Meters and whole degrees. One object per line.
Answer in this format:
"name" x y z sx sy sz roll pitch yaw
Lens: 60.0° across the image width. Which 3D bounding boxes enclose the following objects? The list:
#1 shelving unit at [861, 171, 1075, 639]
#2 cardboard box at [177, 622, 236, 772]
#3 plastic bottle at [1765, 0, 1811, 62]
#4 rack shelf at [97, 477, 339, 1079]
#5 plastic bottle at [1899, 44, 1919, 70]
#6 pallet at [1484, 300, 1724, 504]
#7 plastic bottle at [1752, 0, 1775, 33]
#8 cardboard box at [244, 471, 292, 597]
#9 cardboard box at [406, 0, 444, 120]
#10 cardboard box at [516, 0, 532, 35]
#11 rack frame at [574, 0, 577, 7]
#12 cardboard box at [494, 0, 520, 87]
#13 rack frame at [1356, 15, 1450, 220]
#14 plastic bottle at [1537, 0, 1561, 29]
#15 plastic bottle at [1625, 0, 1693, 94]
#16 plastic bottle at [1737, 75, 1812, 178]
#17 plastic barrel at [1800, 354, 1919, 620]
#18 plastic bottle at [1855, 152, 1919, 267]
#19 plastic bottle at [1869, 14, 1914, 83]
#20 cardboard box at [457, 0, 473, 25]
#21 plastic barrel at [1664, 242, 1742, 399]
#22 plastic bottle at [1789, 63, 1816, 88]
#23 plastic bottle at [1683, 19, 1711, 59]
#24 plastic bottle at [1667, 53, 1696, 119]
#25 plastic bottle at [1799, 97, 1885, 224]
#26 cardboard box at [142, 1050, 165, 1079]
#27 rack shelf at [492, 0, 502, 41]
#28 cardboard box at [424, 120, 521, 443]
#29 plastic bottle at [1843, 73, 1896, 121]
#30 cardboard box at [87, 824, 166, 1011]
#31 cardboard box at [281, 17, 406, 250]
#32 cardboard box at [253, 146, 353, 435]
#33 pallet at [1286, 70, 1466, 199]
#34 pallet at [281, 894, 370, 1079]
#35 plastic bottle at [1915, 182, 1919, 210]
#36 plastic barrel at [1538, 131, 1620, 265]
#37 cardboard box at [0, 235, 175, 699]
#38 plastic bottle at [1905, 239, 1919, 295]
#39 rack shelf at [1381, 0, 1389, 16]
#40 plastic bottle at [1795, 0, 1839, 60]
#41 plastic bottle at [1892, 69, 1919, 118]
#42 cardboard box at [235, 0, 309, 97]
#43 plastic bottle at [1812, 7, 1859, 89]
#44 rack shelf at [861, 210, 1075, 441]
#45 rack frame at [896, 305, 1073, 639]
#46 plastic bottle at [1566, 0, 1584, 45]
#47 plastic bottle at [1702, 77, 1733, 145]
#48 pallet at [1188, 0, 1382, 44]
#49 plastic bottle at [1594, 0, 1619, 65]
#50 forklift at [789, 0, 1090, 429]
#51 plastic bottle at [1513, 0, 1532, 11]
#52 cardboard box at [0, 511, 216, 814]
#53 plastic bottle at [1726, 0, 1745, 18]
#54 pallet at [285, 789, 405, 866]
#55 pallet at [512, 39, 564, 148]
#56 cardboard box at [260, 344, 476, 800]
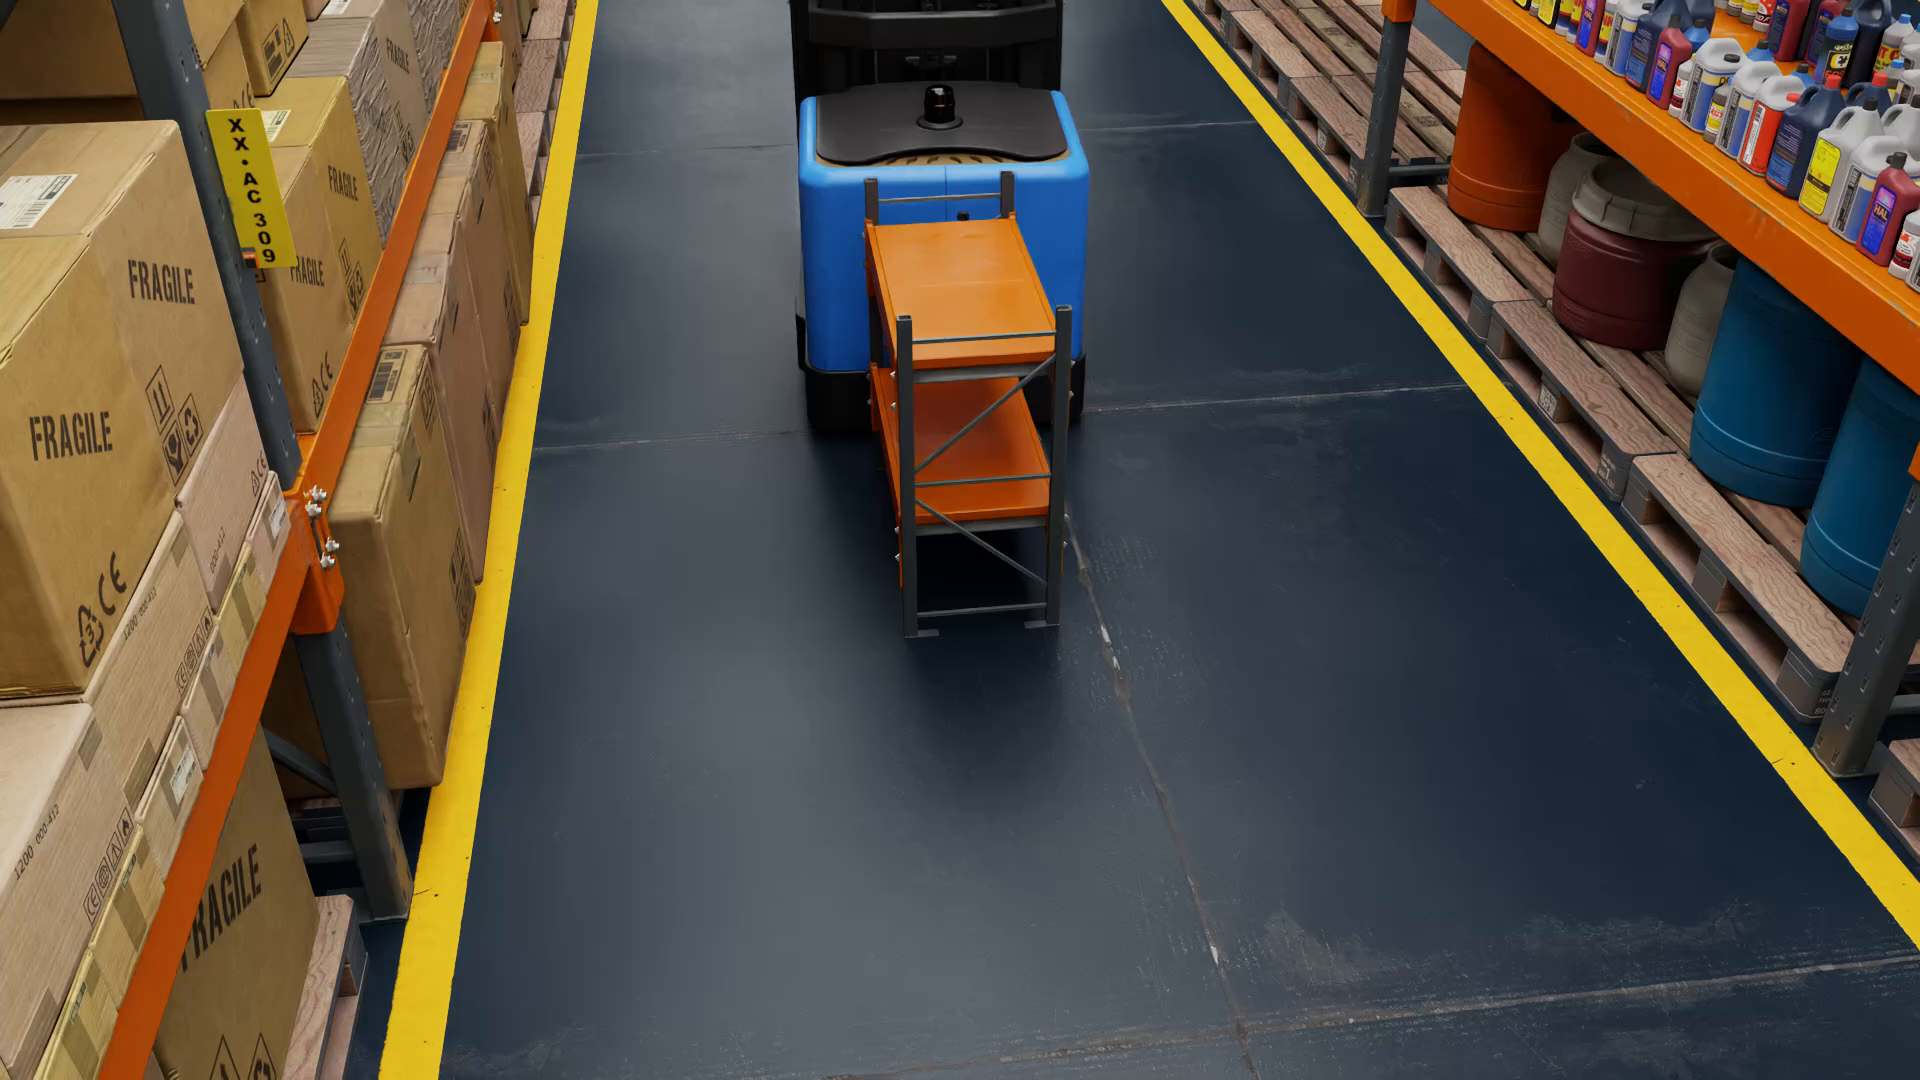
"shelving unit" 0.001 -0.461 5.428 0.538 1.125 1.048 -4 35 -6
"cardboard box" -1.497 0.286 2.889 0.380 0.149 0.250 -5 35 -7
"plastic bottle" 2.951 -1.863 5.924 0.061 0.283 0.133 -4 35 -6
"rack shelf" -1.662 1.164 2.018 1.077 0.370 4.000 -4 35 -6
"plastic bottle" 3.136 -1.507 5.408 0.152 0.276 0.135 -4 35 -6
"pallet" 2.747 -0.588 6.426 1.003 0.211 1.213 -4 35 -6
"plastic bottle" 3.036 -2.007 6.207 0.097 0.201 0.097 0 34 0
"cardboard box" -1.566 0.000 3.310 0.380 0.149 0.250 -4 34 -6
"cardboard box" -2.023 -1.698 5.490 0.500 0.500 0.500 -5 35 -8
"cardboard box" -2.901 -3.251 9.686 0.700 0.500 0.500 -5 35 -7
"rack frame" -3.007 -4.714 10.004 1.000 3.000 0.127 -4 35 -6
"cardboard box" -2.750 -2.627 8.771 0.700 0.500 0.500 -2 34 -2
"rack frame" 2.439 -2.857 7.279 1.000 3.000 0.127 -4 35 -6
"plastic bottle" 2.243 -2.078 6.239 0.061 0.283 0.133 -4 35 -6
"plastic bottle" 2.381 -1.707 5.635 0.144 0.351 0.185 -4 35 -6
"plastic bottle" 2.486 -1.254 5.037 0.152 0.276 0.135 -4 35 -6
"plastic barrel" 2.920 -0.236 4.923 0.600 0.901 0.708 -4 35 -6
"plastic bottle" 2.527 -0.898 4.507 0.061 0.283 0.133 -4 35 -6
"plastic bottle" 3.135 -1.626 5.587 0.097 0.271 0.097 0 34 0
"cardboard box" -2.157 -2.266 6.323 0.500 0.500 0.500 -3 34 -5
"plastic barrel" 2.838 -0.792 6.085 0.421 0.512 0.421 0 34 0
"plastic bottle" 2.589 -1.347 5.178 0.097 0.271 0.097 0 34 0
"plastic bottle" 2.437 -1.599 5.546 0.097 0.271 0.097 0 34 0
"plastic bottle" 2.394 -1.491 5.450 0.097 0.201 0.097 0 34 0
"plastic bottle" 2.529 -1.093 4.733 0.144 0.351 0.185 -4 35 -6
"cardboard box" -1.801 1.331 2.647 0.875 0.875 0.875 -4 35 -6
"rack shelf" -2.738 -3.301 8.568 1.077 0.370 4.000 -4 35 -6
"cardboard box" -2.285 -0.893 5.910 1.225 0.875 0.875 -4 35 -6
"plastic bottle" 2.647 -1.207 4.901 0.144 0.351 0.185 -4 35 -6
"cardboard box" -1.427 0.574 2.468 0.380 0.149 0.250 -4 34 -5
"cardboard box" -1.881 -1.126 4.650 0.500 0.500 0.500 -5 35 -7
"cardboard box" -1.746 -0.567 3.829 0.500 0.500 0.500 -4 35 -6
"pallet" 2.373 -2.140 8.703 1.003 0.211 1.213 -4 35 -6
"pallet" -1.907 1.333 3.607 1.003 0.211 1.213 -4 35 -6
"plastic bottle" 2.603 -0.880 4.554 0.097 0.201 0.097 0 34 0
"plastic barrel" 2.686 -1.422 7.010 0.421 0.512 0.421 0 34 0
"cardboard box" -1.541 -0.104 2.443 0.500 0.500 0.500 -4 34 -6
"plastic bottle" 2.603 -0.769 4.325 0.152 0.276 0.135 -4 35 -6
"rack shelf" 2.170 -3.676 9.119 1.077 0.370 4.000 -4 35 -6
"plastic bottle" 3.050 -1.913 5.938 0.144 0.351 0.185 -4 35 -6
"plastic bottle" 3.017 -1.366 5.201 0.152 0.276 0.135 -4 35 -6
"cardboard box" -2.106 -1.445 4.227 0.797 0.503 0.637 -4 34 -6
"plastic bottle" 2.979 -1.669 5.650 0.097 0.271 0.097 0 34 0
"rack shelf" 0.001 -0.703 5.263 0.538 0.278 1.000 -4 35 -6
"rack frame" 0.069 -0.177 5.011 0.500 1.125 0.032 -4 35 -6
"plastic bottle" 2.289 -1.955 6.070 0.097 0.271 0.097 0 34 0
"plastic bottle" 2.425 -1.361 5.260 0.097 0.201 0.097 0 34 0
"pallet" 2.045 -3.501 10.700 1.003 0.211 1.213 -4 35 -6
"plastic bottle" 2.320 -1.826 5.881 0.097 0.271 0.097 0 34 0
"forklift" -0.151 -2.432 6.716 1.130 2.935 3.031 -2 34 -3
"plastic bottle" 2.212 -2.206 6.428 0.061 0.283 0.133 -4 35 -6
"cardboard box" -1.540 0.205 2.655 0.500 0.250 0.500 -3 34 -5
"plastic bottle" 3.010 -2.115 6.367 0.097 0.201 0.097 0 34 0
"pallet" -2.110 0.478 4.861 1.003 0.211 1.213 -4 35 -6
"pallet" -2.734 -2.445 9.150 1.003 0.211 1.213 -4 35 -6
"cardboard box" -2.037 0.099 4.455 1.225 0.875 0.875 -4 35 -6
